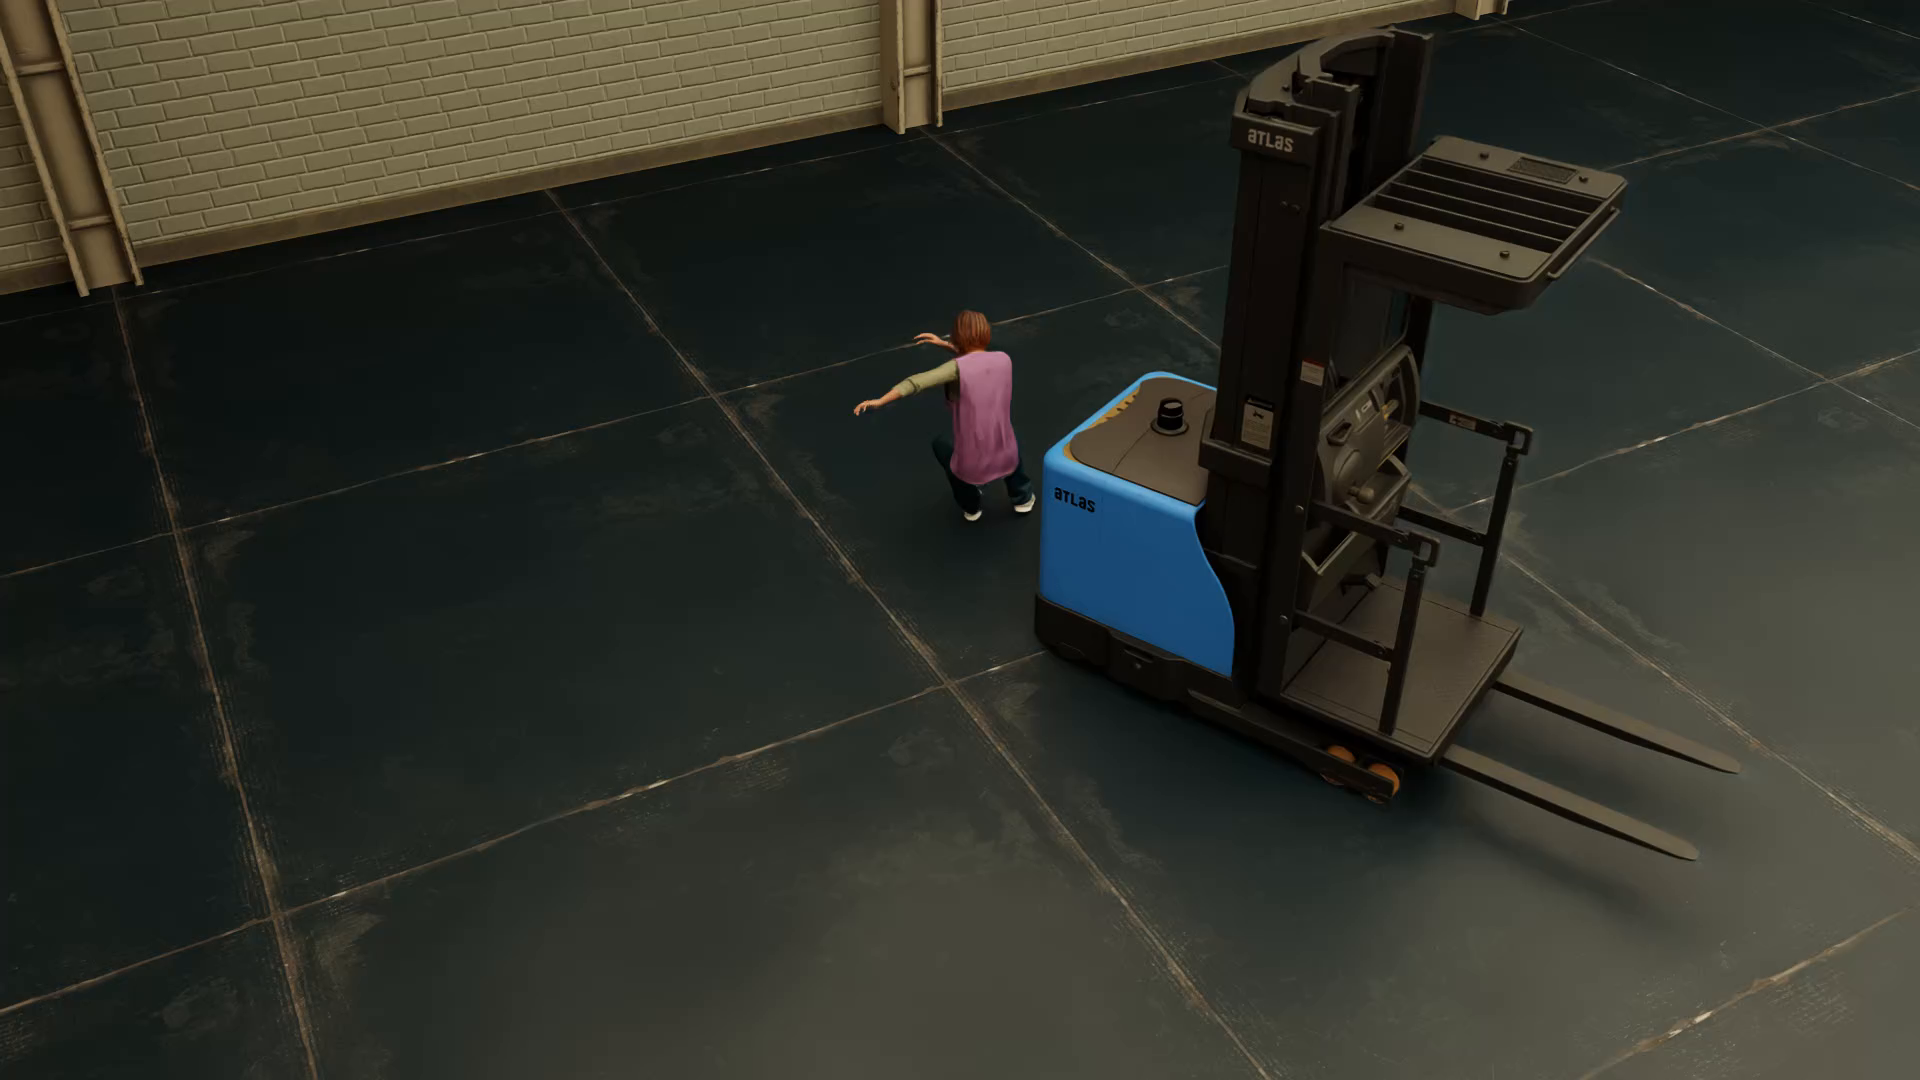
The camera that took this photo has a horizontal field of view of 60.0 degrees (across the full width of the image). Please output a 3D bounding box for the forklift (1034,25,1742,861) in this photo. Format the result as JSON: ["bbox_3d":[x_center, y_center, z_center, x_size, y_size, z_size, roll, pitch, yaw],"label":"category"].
[{"bbox_3d":[1.846,-0.428,6.728,3.031,2.935,1.130,23,41,29],"label":"forklift"}]

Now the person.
[{"bbox_3d":[-0.057,-0.495,8.291,1.223,1.282,0.639,-17,39,-22],"label":"person"}]
